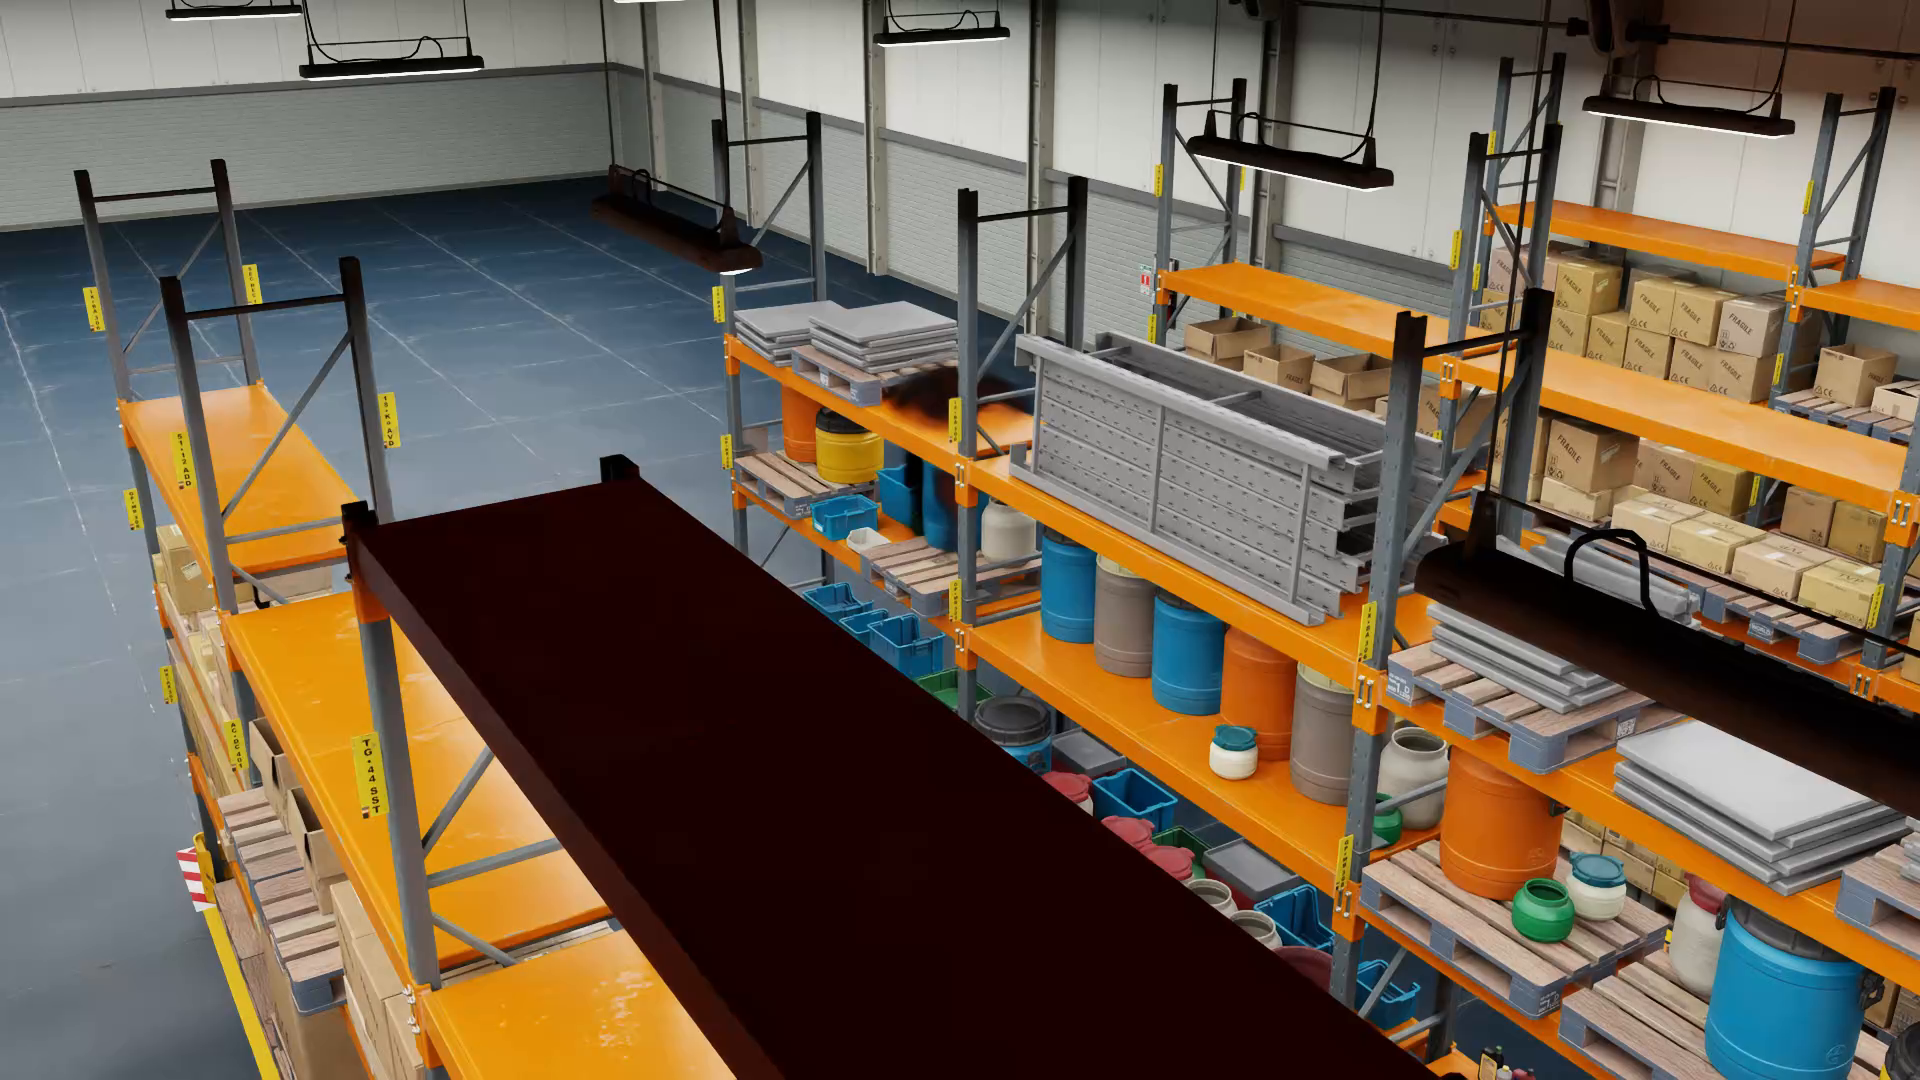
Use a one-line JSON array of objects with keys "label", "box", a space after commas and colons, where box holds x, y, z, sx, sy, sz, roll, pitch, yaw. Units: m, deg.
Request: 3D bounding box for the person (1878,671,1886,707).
[{"label": "person", "box": [7.790, 1.850, 14.565, 0.586, 1.614, 1.033, -9, 23, -21]}]
